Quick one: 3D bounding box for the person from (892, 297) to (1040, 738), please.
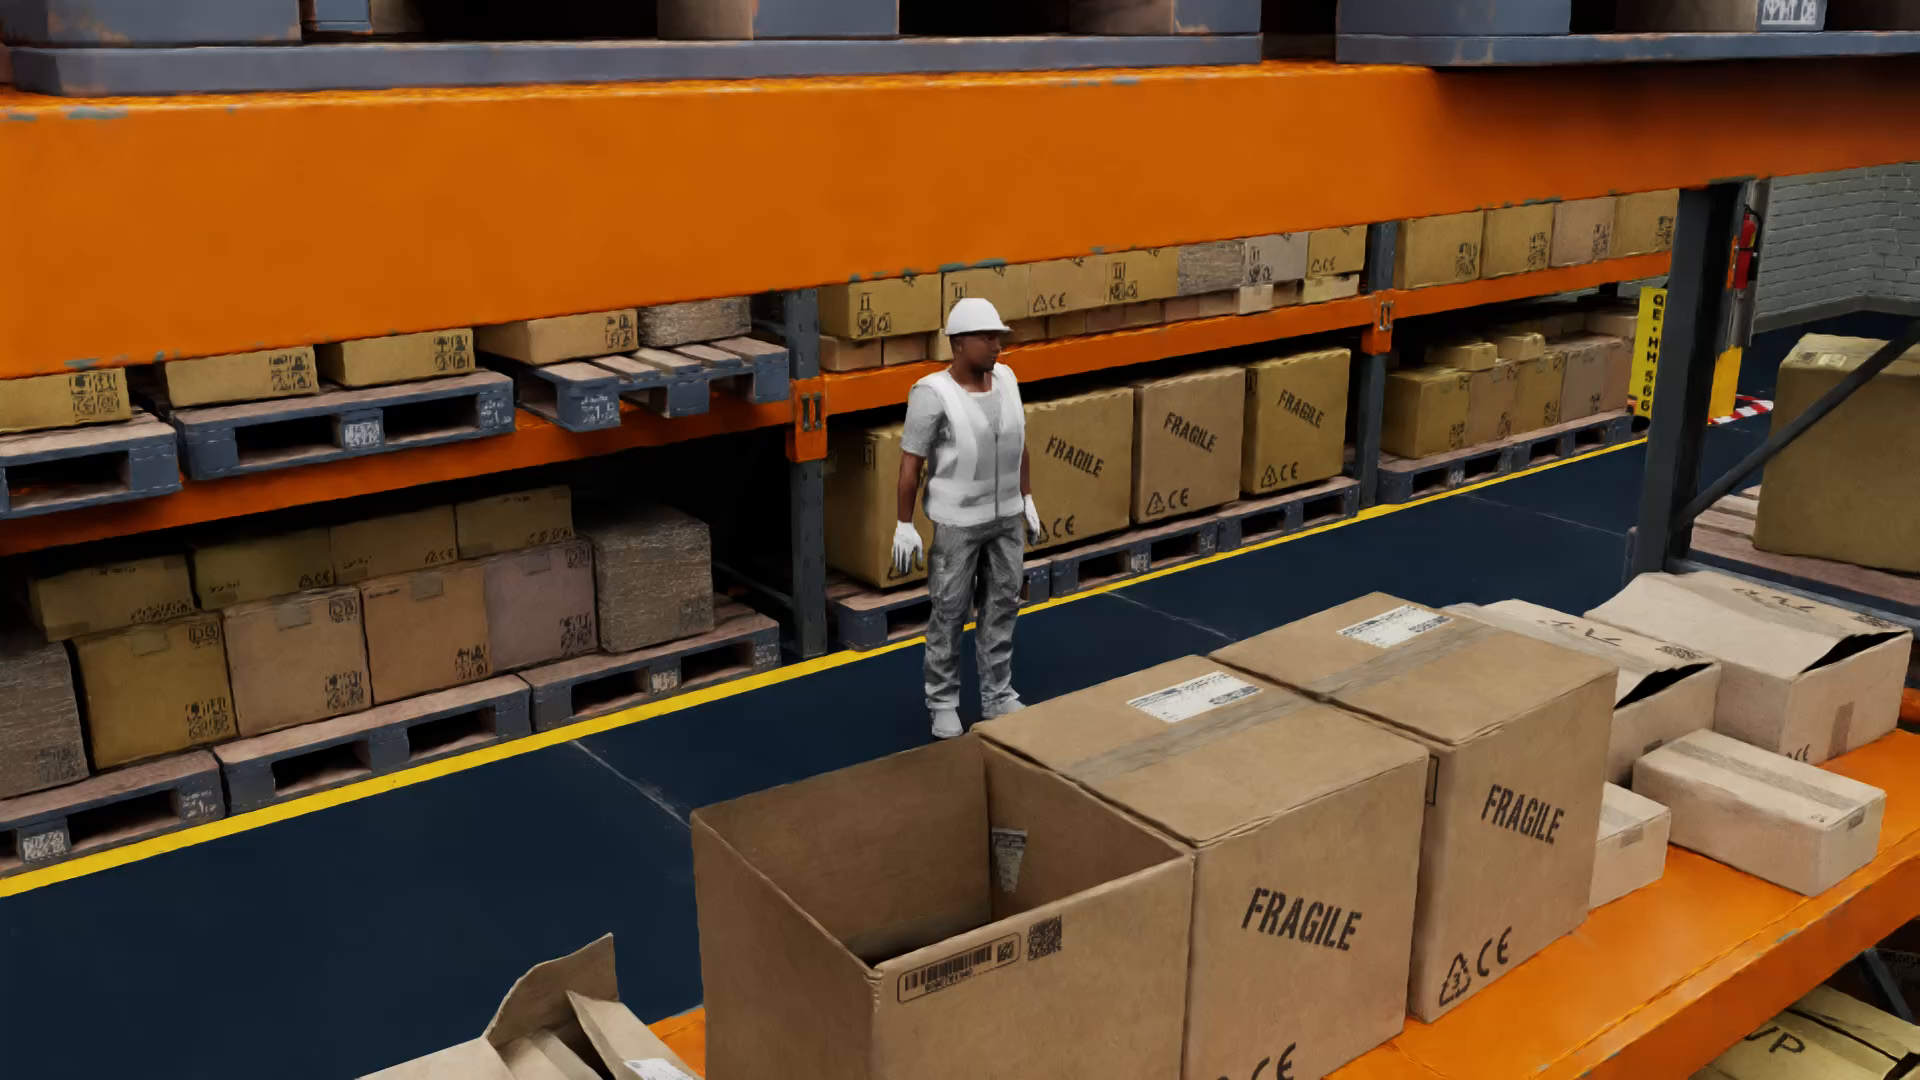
[{"bbox_3d":[0.064,-0.073,6.676,0.671,1.791,0.452,-13,21,-35],"label":"person"}]
